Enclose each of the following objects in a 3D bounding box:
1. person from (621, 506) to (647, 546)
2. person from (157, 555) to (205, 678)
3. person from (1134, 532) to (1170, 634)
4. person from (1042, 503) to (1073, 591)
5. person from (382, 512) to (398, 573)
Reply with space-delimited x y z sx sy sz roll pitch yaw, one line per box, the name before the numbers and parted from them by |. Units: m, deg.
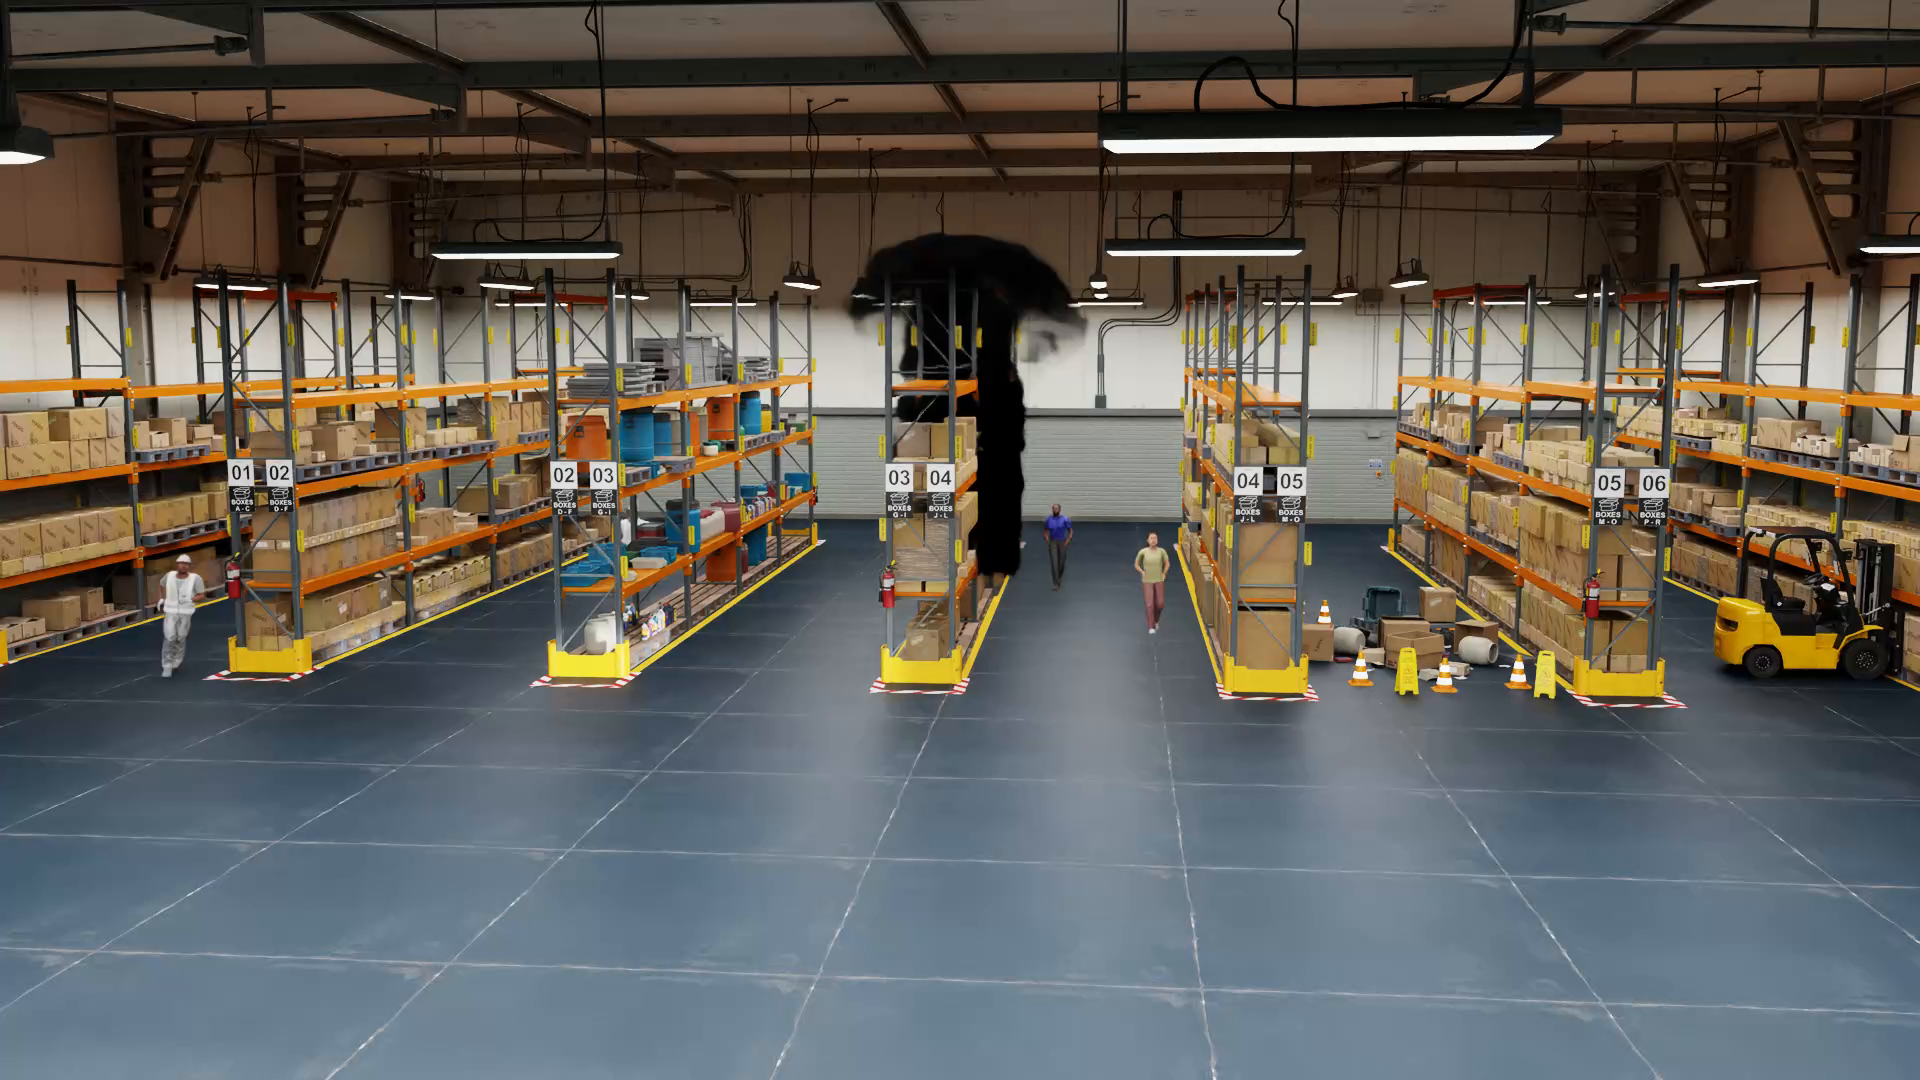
person | -6.440 0.174 32.808 0.710 1.733 0.723 0 7 -2
person | -11.648 1.126 24.900 0.664 1.816 0.719 -3 8 -24
person | 3.075 0.679 26.557 0.577 1.632 0.519 0 7 -1
person | 1.831 0.126 31.281 0.575 1.626 0.497 1 7 8
person | -12.015 -0.053 34.673 0.694 1.730 0.671 -1 7 -8
